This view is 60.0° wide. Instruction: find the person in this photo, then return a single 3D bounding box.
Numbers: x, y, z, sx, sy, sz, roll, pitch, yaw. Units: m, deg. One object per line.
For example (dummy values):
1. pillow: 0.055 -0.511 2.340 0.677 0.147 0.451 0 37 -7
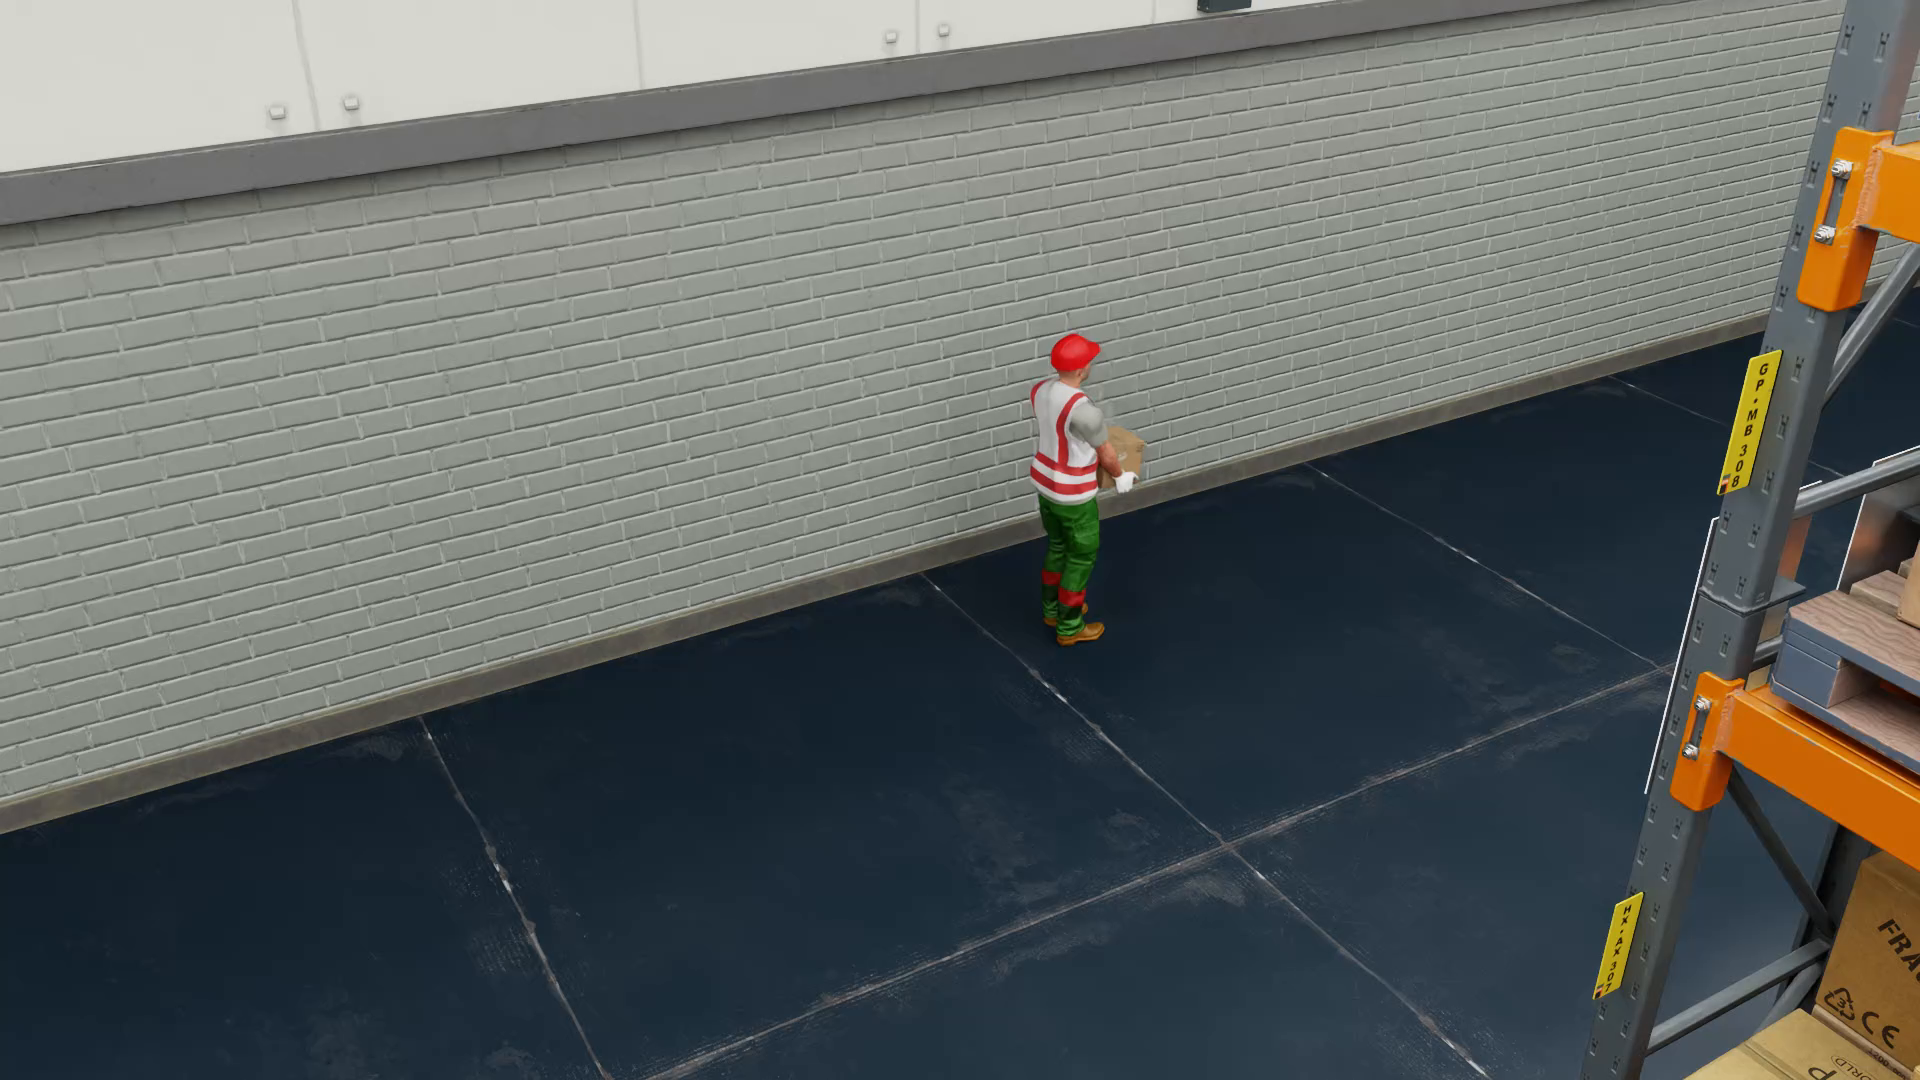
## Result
1. person: 0.662 -0.302 9.093 0.556 1.786 0.495 -16 33 -27
